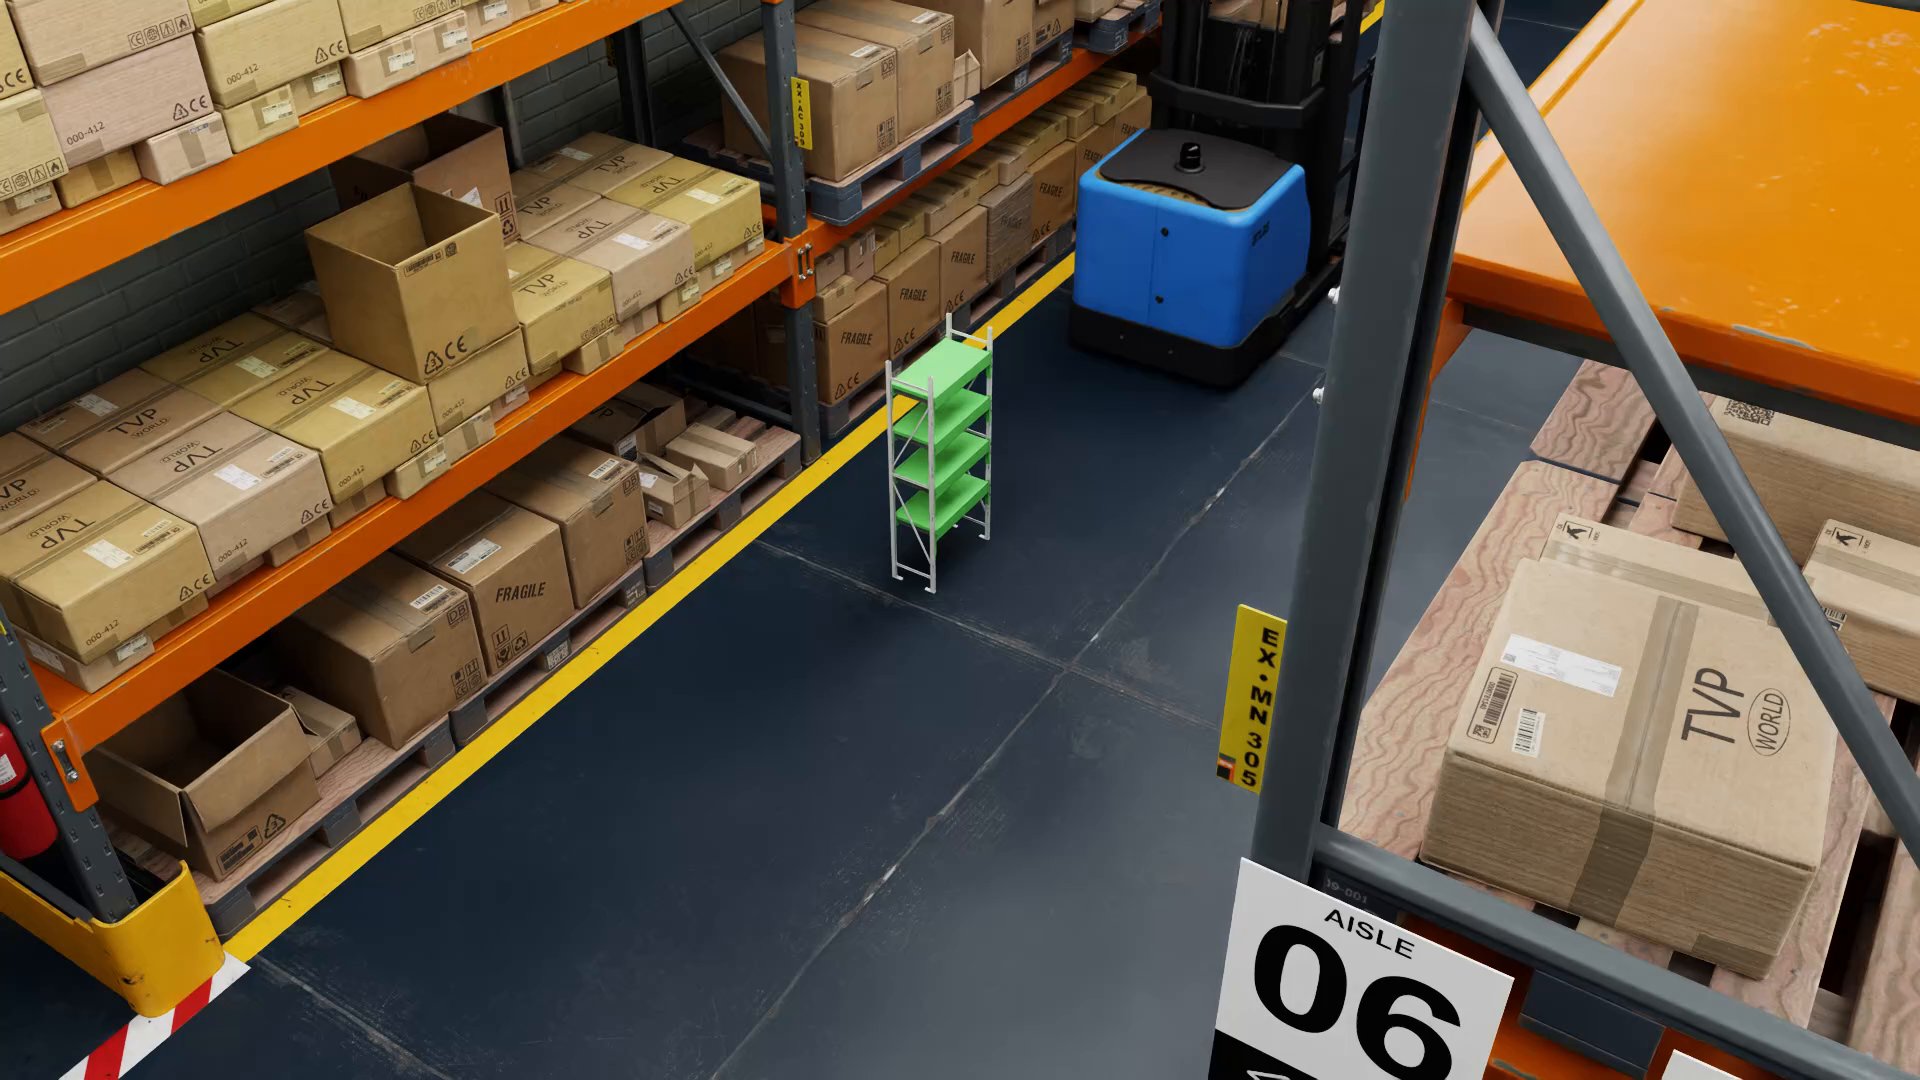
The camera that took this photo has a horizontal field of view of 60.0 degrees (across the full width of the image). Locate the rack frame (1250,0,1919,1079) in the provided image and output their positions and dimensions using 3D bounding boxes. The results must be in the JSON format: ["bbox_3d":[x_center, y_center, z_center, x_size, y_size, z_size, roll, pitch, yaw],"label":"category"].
[{"bbox_3d":[0.868,-0.453,1.406,1.000,3.000,0.127,21,42,25],"label":"rack frame"}]

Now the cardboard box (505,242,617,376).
[{"bbox_3d":[-1.783,-0.961,6.858,0.500,0.250,0.500,21,42,25],"label":"cardboard box"}]

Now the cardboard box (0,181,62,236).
[{"bbox_3d":[-2.840,-1.019,4.803,0.380,0.149,0.250,22,43,26],"label":"cardboard box"}]

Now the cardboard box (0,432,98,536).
[{"bbox_3d":[-3.303,-0.081,5.716,0.500,0.250,0.500,22,43,26],"label":"cardboard box"}]

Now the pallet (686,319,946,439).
[{"bbox_3d":[-0.778,-1.088,9.428,1.003,0.211,1.213,21,42,25],"label":"pallet"}]

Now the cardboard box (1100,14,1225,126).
[{"bbox_3d":[1.307,-3.365,11.699,0.875,0.625,0.625,23,43,26],"label":"cardboard box"}]

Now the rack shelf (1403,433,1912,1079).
[{"bbox_3d":[1.940,-0.011,3.879,1.077,0.370,4.000,21,42,25],"label":"rack shelf"}]

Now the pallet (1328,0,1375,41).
[{"bbox_3d":[2.742,-4.388,13.708,1.003,0.211,1.213,21,42,25],"label":"pallet"}]

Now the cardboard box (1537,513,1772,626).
[{"bbox_3d":[1.190,0.125,2.893,0.380,0.149,0.250,18,41,22],"label":"cardboard box"}]

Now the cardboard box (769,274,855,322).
[{"bbox_3d":[-0.765,-1.292,8.580,0.380,0.149,0.250,23,43,27],"label":"cardboard box"}]

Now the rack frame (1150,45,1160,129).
[{"bbox_3d":[0.961,-3.823,10.691,1.000,3.000,0.127,21,42,25],"label":"rack frame"}]

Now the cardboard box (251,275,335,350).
[{"bbox_3d":[-2.476,-0.869,6.740,0.500,0.250,0.500,21,42,25],"label":"cardboard box"}]

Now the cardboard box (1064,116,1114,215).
[{"bbox_3d":[0.639,-2.456,10.622,0.500,0.500,0.500,21,42,24],"label":"cardboard box"}]

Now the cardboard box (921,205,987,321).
[{"bbox_3d":[-0.185,-1.646,9.571,0.500,0.500,0.500,20,42,24],"label":"cardboard box"}]

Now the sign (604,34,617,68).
[{"bbox_3d":[-1.653,-2.399,7.896,0.100,0.325,0.005,21,42,25],"label":"sign"}]

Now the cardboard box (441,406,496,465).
[{"bbox_3d":[-2.061,-0.469,6.547,0.380,0.149,0.250,22,43,26],"label":"cardboard box"}]

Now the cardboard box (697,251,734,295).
[{"bbox_3d":[-1.261,-1.273,7.589,0.380,0.149,0.250,22,43,26],"label":"cardboard box"}]

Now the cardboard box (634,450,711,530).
[{"bbox_3d":[-1.424,-0.277,7.987,0.396,0.266,0.258,23,43,27],"label":"cardboard box"}]

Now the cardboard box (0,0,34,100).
[{"bbox_3d":[-2.875,-1.289,4.418,0.500,0.250,0.500,21,42,25],"label":"cardboard box"}]

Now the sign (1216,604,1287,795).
[{"bbox_3d":[0.417,0.231,2.315,0.100,0.325,0.005,21,42,25],"label":"sign"}]

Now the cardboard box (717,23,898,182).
[{"bbox_3d":[-0.734,-2.143,8.086,0.700,0.500,0.500,22,43,26],"label":"cardboard box"}]

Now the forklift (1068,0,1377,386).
[{"bbox_3d":[1.820,-2.886,9.533,1.130,2.935,3.031,20,42,24],"label":"forklift"}]

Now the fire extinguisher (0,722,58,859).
[{"bbox_3d":[-3.014,0.707,5.184,0.296,0.674,0.183,21,42,25],"label":"fire extinguisher"}]

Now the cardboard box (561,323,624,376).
[{"bbox_3d":[-1.656,-0.863,7.058,0.380,0.149,0.250,21,42,24],"label":"cardboard box"}]

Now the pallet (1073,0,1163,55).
[{"bbox_3d":[0.657,-3.374,10.267,1.213,0.211,1.003,21,42,25],"label":"pallet"}]

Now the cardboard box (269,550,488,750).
[{"bbox_3d":[-2.427,0.413,6.900,0.700,0.500,0.500,23,43,27],"label":"cardboard box"}]

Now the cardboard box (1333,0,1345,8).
[{"bbox_3d":[2.834,-4.838,13.609,0.875,0.625,0.625,23,43,27],"label":"cardboard box"}]

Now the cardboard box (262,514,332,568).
[{"bbox_3d":[-2.521,-0.082,6.045,0.380,0.149,0.250,23,43,26],"label":"cardboard box"}]

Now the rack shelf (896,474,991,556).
[{"bbox_3d":[-0.089,-0.149,7.898,0.258,0.148,0.480,21,42,25],"label":"rack shelf"}]

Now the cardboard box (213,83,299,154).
[{"bbox_3d":[-2.333,-1.378,5.269,0.380,0.149,0.250,21,42,25],"label":"cardboard box"}]

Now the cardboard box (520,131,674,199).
[{"bbox_3d":[-1.675,-1.652,7.755,0.500,0.250,0.500,21,42,25],"label":"cardboard box"}]

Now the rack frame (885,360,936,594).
[{"bbox_3d":[-0.219,-0.264,7.549,0.240,1.200,0.015,21,42,25],"label":"rack frame"}]

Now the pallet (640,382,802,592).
[{"bbox_3d":[-1.551,-0.302,8.409,1.003,0.211,1.213,21,42,25],"label":"pallet"}]

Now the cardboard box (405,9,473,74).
[{"bbox_3d":[-1.925,-1.764,5.769,0.380,0.149,0.250,22,43,26],"label":"cardboard box"}]

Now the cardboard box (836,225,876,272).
[{"bbox_3d":[-0.666,-1.559,8.683,0.380,0.149,0.250,19,42,23],"label":"cardboard box"}]

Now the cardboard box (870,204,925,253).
[{"bbox_3d":[-0.419,-1.741,9.164,0.380,0.149,0.250,20,42,24],"label":"cardboard box"}]

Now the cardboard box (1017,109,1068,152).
[{"bbox_3d":[0.432,-2.525,10.180,0.380,0.149,0.250,22,43,26],"label":"cardboard box"}]

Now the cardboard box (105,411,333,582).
[{"bbox_3d":[-2.585,-0.162,5.823,0.500,0.250,0.500,22,43,26],"label":"cardboard box"}]

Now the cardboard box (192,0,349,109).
[{"bbox_3d":[-2.317,-1.613,5.247,0.500,0.250,0.500,20,42,24],"label":"cardboard box"}]

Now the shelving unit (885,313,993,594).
[{"bbox_3d":[-0.089,-0.390,7.712,0.258,1.200,0.503,21,42,25],"label":"shelving unit"}]

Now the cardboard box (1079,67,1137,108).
[{"bbox_3d":[0.910,-2.918,10.690,0.380,0.149,0.250,19,42,23],"label":"cardboard box"}]

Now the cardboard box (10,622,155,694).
[{"bbox_3d":[-2.917,0.321,5.521,0.380,0.149,0.250,21,42,25],"label":"cardboard box"}]

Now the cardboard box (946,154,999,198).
[{"bbox_3d":[0.002,-2.134,9.673,0.380,0.149,0.250,21,42,25],"label":"cardboard box"}]

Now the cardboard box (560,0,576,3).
[{"bbox_3d":[-1.546,-2.181,6.311,0.380,0.149,0.250,21,42,25],"label":"cardboard box"}]

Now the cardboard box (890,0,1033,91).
[{"bbox_3d":[-0.036,-2.814,8.957,0.700,0.500,0.500,21,42,25],"label":"cardboard box"}]
